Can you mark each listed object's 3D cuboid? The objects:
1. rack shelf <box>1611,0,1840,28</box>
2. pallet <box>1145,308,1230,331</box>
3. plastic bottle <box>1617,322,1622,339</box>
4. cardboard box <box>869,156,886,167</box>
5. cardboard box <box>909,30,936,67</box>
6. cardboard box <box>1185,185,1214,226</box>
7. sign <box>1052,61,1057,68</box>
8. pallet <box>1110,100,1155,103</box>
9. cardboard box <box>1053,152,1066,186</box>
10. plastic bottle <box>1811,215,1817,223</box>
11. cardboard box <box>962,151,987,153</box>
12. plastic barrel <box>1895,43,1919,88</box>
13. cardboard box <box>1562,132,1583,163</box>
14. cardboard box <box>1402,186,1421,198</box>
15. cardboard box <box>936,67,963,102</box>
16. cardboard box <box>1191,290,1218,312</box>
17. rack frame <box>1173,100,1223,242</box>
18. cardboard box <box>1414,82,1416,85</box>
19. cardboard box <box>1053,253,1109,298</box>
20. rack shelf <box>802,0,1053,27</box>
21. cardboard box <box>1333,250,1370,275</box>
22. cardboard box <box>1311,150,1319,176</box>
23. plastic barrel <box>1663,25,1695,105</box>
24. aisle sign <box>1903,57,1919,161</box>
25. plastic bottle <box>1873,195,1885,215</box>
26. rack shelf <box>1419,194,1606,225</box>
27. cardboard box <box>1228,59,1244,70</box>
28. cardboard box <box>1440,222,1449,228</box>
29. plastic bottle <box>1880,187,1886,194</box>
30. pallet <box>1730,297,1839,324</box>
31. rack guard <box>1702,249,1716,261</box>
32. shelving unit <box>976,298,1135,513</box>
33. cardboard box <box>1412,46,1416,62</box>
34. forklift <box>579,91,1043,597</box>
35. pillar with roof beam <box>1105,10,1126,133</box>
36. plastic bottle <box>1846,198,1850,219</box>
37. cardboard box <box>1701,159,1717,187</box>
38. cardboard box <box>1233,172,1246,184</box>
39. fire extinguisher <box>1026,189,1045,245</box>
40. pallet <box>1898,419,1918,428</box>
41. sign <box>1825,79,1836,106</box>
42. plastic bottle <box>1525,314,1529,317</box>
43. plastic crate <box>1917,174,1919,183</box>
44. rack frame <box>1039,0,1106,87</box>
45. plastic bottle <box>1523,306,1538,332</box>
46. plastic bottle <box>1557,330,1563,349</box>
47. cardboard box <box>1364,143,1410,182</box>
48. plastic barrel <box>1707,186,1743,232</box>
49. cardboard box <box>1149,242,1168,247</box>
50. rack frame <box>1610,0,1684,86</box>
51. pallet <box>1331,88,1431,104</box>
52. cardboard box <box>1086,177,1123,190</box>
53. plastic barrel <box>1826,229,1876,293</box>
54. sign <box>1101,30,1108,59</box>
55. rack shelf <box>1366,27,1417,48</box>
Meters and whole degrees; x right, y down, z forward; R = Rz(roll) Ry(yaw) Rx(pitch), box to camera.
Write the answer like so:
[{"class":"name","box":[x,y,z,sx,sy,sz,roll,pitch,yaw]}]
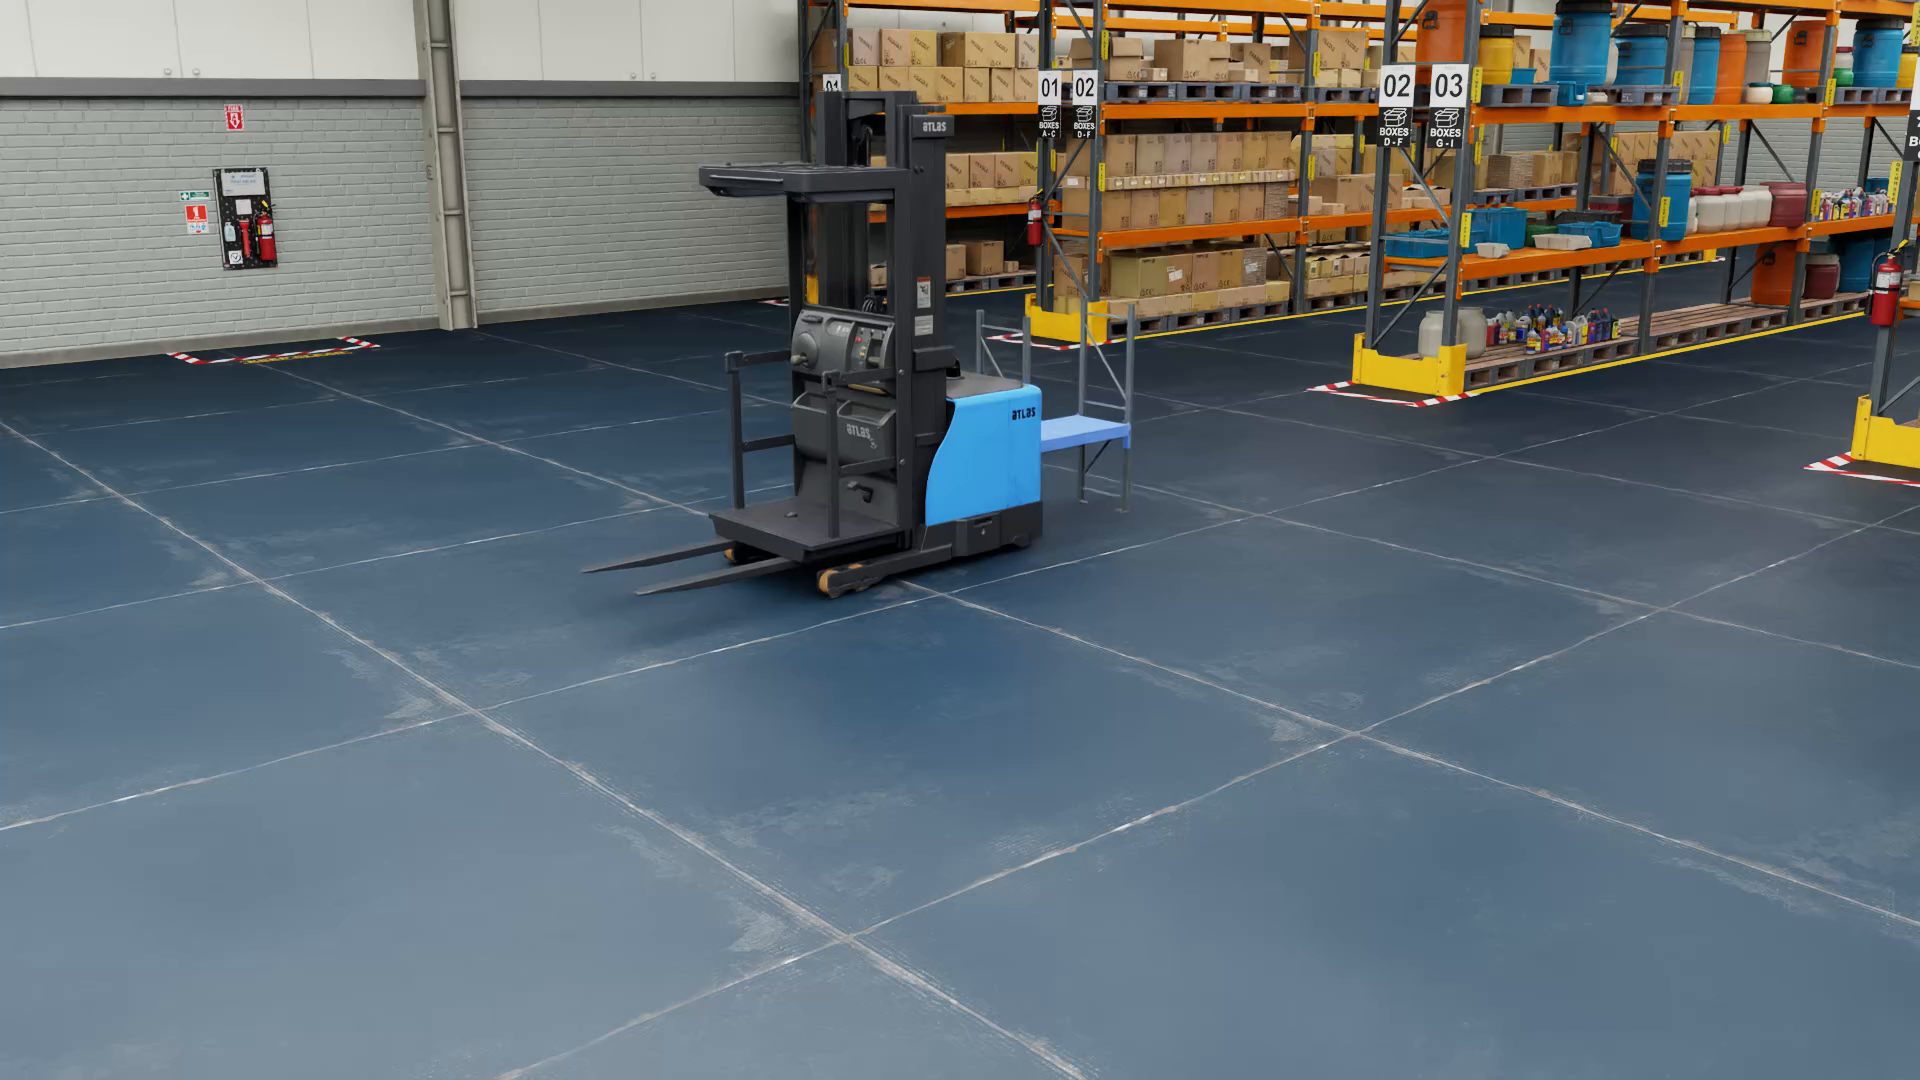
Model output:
[{"class":"rack shelf","box":[9.099,-6.372,19.838,4.000,0.370,1.077,-13,19,-39]},{"class":"pallet","box":[2.793,-2.959,21.920,1.213,0.211,1.003,-13,19,-39]},{"class":"plastic bottle","box":[7.521,-2.414,19.046,0.097,0.201,0.097,0,15,0]},{"class":"cardboard box","box":[-1.373,-5.249,23.887,0.500,0.500,0.500,-13,19,-39]},{"class":"cardboard box","box":[-0.690,-7.099,24.033,0.500,0.500,0.500,-12,19,-38]},{"class":"cardboard box","box":[2.851,-4.351,21.532,0.500,0.500,0.700,-12,19,-38]},{"class":"sign","box":[1.449,-7.199,25.575,0.005,0.325,0.100,-13,19,-39]},{"class":"pallet","box":[2.403,-7.223,27.031,1.003,0.211,1.213,-13,19,-39]},{"class":"cardboard box","box":[1.493,-5.945,26.648,0.500,0.500,0.700,-13,19,-39]},{"class":"plastic bottle","box":[11.146,-4.304,21.791,0.135,0.276,0.152,-13,19,-39]},{"class":"cardboard box","box":[0.202,-5.778,25.868,0.500,0.500,0.500,-13,20,-40]},{"class":"plastic barrel","box":[13.070,-6.580,23.080,0.600,0.588,0.600,0,15,0]},{"class":"cardboard box","box":[10.588,-6.664,28.253,0.500,0.500,0.500,-13,19,-39]},{"class":"cardboard box","box":[6.557,-5.162,24.934,0.500,0.311,0.500,-13,20,-40]},{"class":"cardboard box","box":[-0.306,-6.710,24.512,0.500,0.500,0.500,-11,19,-36]},{"class":"cardboard box","box":[3.007,-3.139,21.704,0.500,0.250,0.500,-13,19,-39]},{"class":"rack frame","box":[4.104,-6.282,28.956,0.127,3.000,1.000,-13,19,-39]},{"class":"cardboard box","box":[6.231,-6.623,23.898,0.500,0.250,0.500,-13,20,-40]},{"class":"cardboard box","box":[1.533,-3.349,21.036,0.500,0.500,0.500,-13,19,-39]},{"class":"rack shelf","box":[-0.422,-7.815,24.470,4.000,0.370,1.077,-13,19,-39]},{"class":"cardboard box","box":[5.587,-3.979,23.763,0.500,0.311,0.500,-14,20,-41]},{"class":"cardboard box","box":[6.176,-6.862,30.320,0.500,0.500,0.500,-13,19,-39]},{"class":"plastic barrel","box":[8.325,-5.606,19.643,0.600,0.901,0.600,0,15,0]},{"class":"aisle sign","box":[7.580,-3.338,12.896,0.004,0.787,0.394,-13,19,-39]},{"class":"plastic bottle","box":[12.783,-4.671,23.166,0.135,0.276,0.152,-13,19,-39]},{"class":"rack shelf","box":[8.868,-5.310,26.710,4.000,0.370,1.077,-13,19,-39]},{"class":"cardboard box","box":[3.381,-6.192,21.894,0.500,0.311,0.500,-14,20,-42]},{"class":"cardboard box","box":[7.950,-4.900,26.320,0.500,0.250,0.500,-12,19,-37]},{"class":"plastic bottle","box":[13.052,-4.816,23.563,0.185,0.351,0.144,-13,19,-39]},{"class":"pallet","box":[11.175,-3.148,22.626,1.213,0.211,1.003,-13,19,-39]},{"class":"rack guard","box":[13.337,-5.453,30.696,0.348,0.500,1.175,-13,19,-39]},{"class":"shelving unit","box":[0.667,-0.880,11.638,1.048,1.500,0.538,-13,20,-40]},{"class":"cardboard box","box":[8.597,-9.189,31.857,0.500,0.500,0.500,-12,19,-39]},{"class":"forklift","box":[-0.883,-1.224,10.151,3.031,2.935,1.130,-13,20,-40]},{"class":"pillar with roof beam","box":[5.382,-8.291,24.851,0.400,9.000,9.100,-13,19,-39]},{"class":"plastic bottle","box":[11.949,-4.473,22.431,0.097,0.271,0.097,0,15,0]},{"class":"cardboard box","box":[13.235,-6.593,29.927,0.500,0.500,0.500,-12,19,-38]},{"class":"cardboard box","box":[3.508,-4.743,21.742,0.250,0.149,0.380,-13,20,-40]},{"class":"fire extinguisher","box":[0.930,-3.996,20.548,0.183,0.674,0.296,-13,19,-39]},{"class":"pallet","box":[8.517,-0.830,13.950,1.213,0.211,1.003,-13,19,-39]},{"class":"sign","box":[10.974,-5.646,20.966,0.005,0.325,0.100,-13,19,-39]},{"class":"plastic bottle","box":[6.480,-2.450,19.045,0.097,0.271,0.097,0,15,0]},{"class":"plastic crate","box":[14.463,-5.193,24.640,0.583,0.464,0.402,-13,19,-39]},{"class":"rack frame","box":[1.324,-6.862,19.501,0.127,3.000,1.000,-13,19,-39]},{"class":"plastic bottle","box":[6.566,-2.521,19.155,0.185,0.351,0.144,-14,20,-42]},{"class":"plastic bottle","box":[6.554,-2.197,18.233,0.097,0.201,0.097,0,15,0]},{"class":"cardboard box","box":[8.096,-7.316,32.246,0.700,0.700,0.980,-13,20,-41]},{"class":"plastic barrel","box":[9.336,-4.059,20.368,0.433,0.535,0.433,0,15,0]},{"class":"cardboard box","box":[3.130,-5.090,28.486,0.500,0.500,0.700,-13,20,-39]},{"class":"rack frame","box":[7.590,-6.574,18.425,0.127,3.000,1.000,-13,19,-39]},{"class":"pallet","box":[6.064,-6.354,23.779,1.213,0.211,1.003,-12,19,-37]},{"class":"cardboard box","box":[1.761,-4.349,20.270,0.250,0.149,0.380,-13,20,-40]},{"class":"plastic barrel","box":[12.669,-4.011,23.708,0.708,0.901,0.600,-13,19,-39]},{"class":"sign","box":[1.684,-5.764,19.356,0.005,0.325,0.100,-13,19,-39]},{"class":"rack shelf","box":[8.631,-9.656,32.132,4.000,0.370,1.077,-13,19,-39]}]
